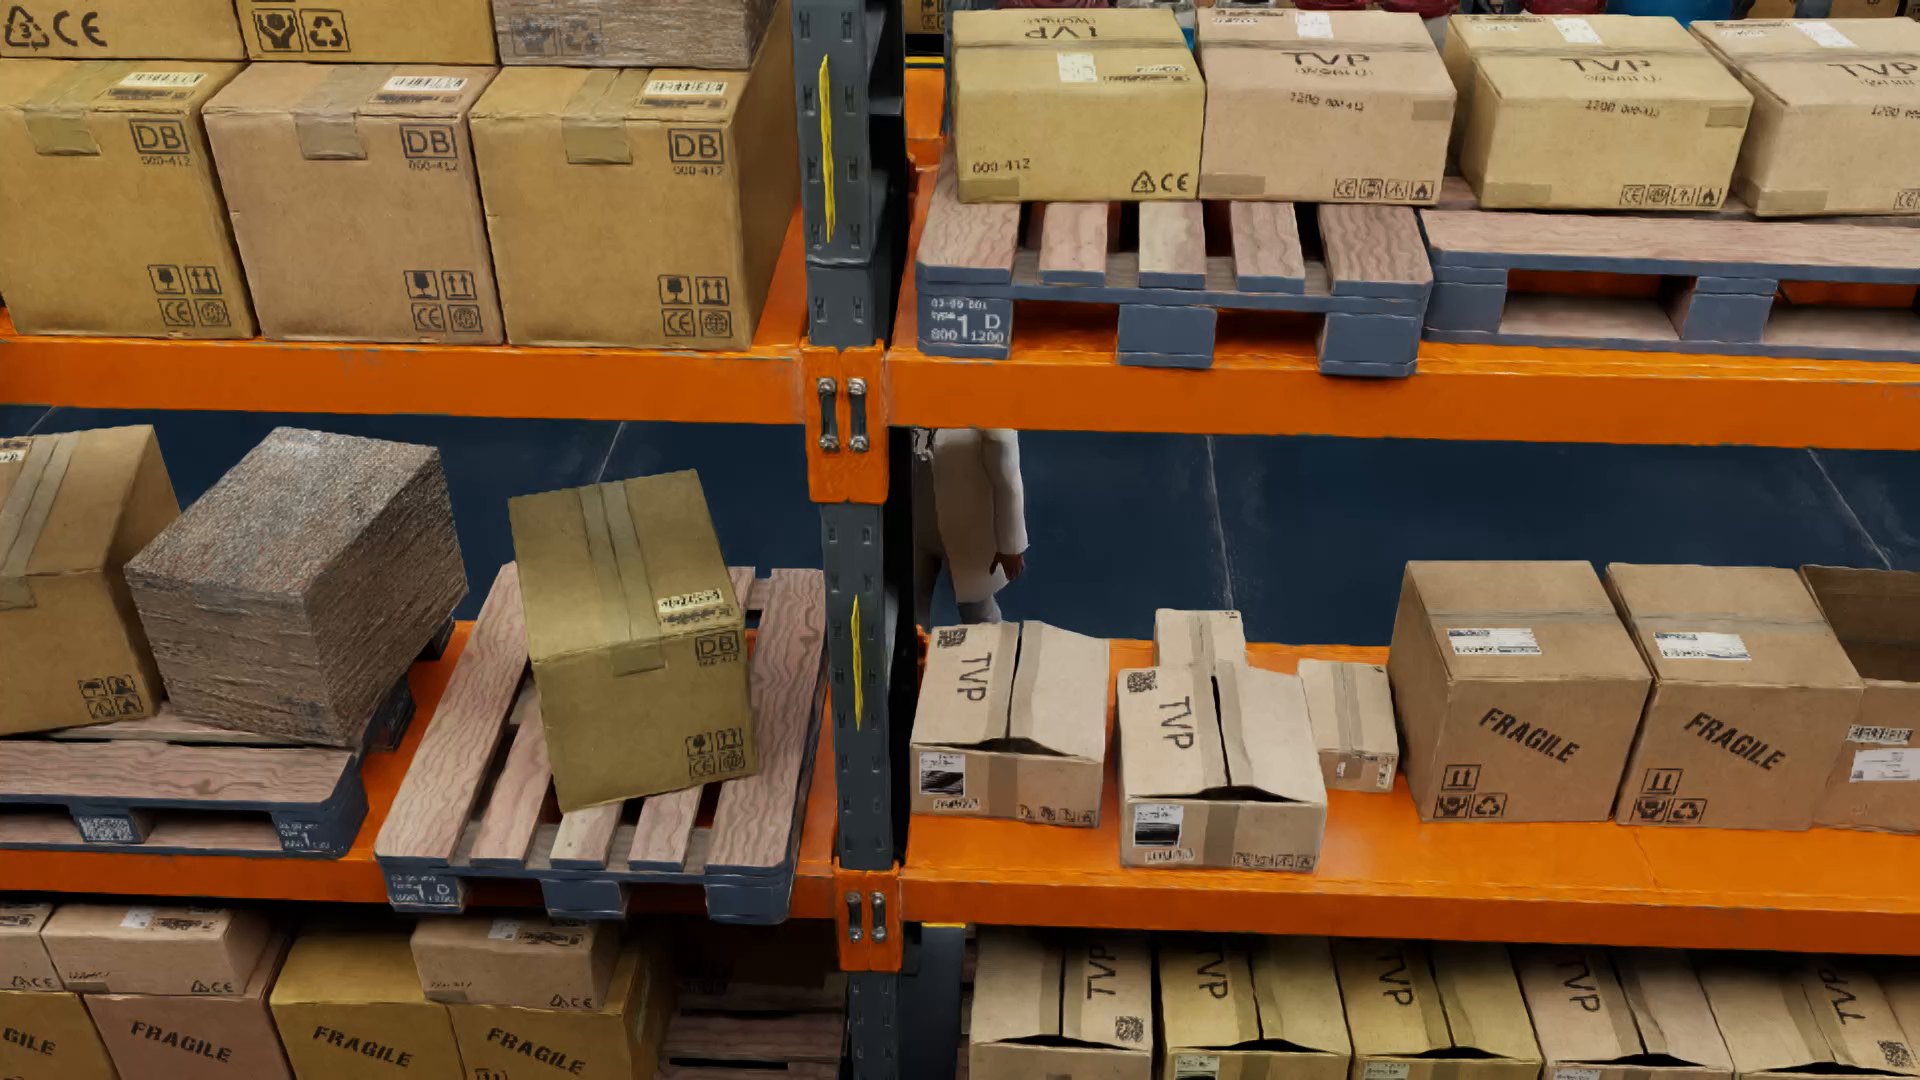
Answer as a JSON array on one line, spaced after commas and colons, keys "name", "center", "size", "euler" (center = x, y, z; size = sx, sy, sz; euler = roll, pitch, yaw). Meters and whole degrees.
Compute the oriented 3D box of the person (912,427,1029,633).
[{"name": "person", "center": [-0.097, -0.014, 6.160], "size": [0.707, 1.775, 0.678], "euler": [16, 38, 21]}]
